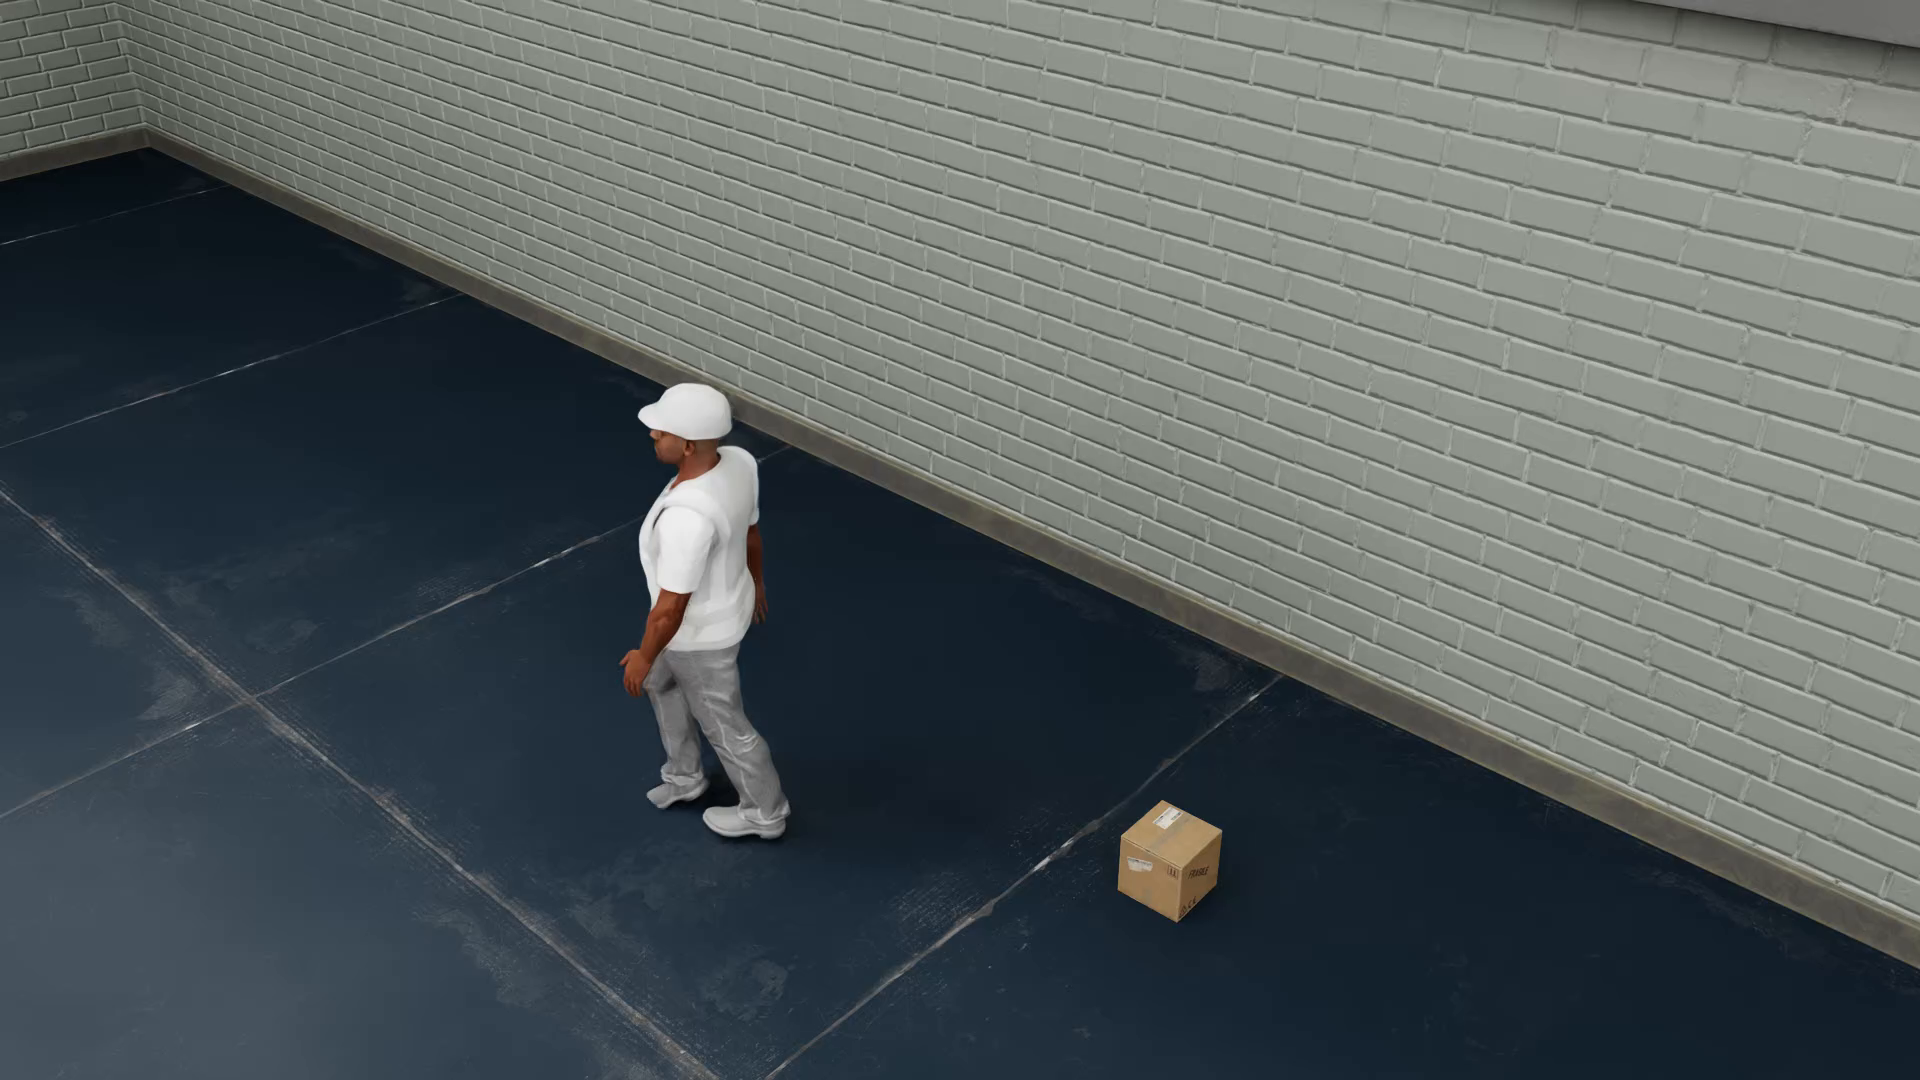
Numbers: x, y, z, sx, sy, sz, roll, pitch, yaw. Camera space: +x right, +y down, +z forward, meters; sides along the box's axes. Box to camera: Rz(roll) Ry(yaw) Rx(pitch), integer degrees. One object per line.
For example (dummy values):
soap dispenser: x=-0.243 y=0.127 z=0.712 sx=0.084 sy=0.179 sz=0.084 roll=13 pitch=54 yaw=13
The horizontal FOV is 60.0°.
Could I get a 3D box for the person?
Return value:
person: x=-0.900 y=0.299 z=5.637 sx=0.595 sy=1.825 sz=0.623 roll=4 pitch=31 yaw=6
